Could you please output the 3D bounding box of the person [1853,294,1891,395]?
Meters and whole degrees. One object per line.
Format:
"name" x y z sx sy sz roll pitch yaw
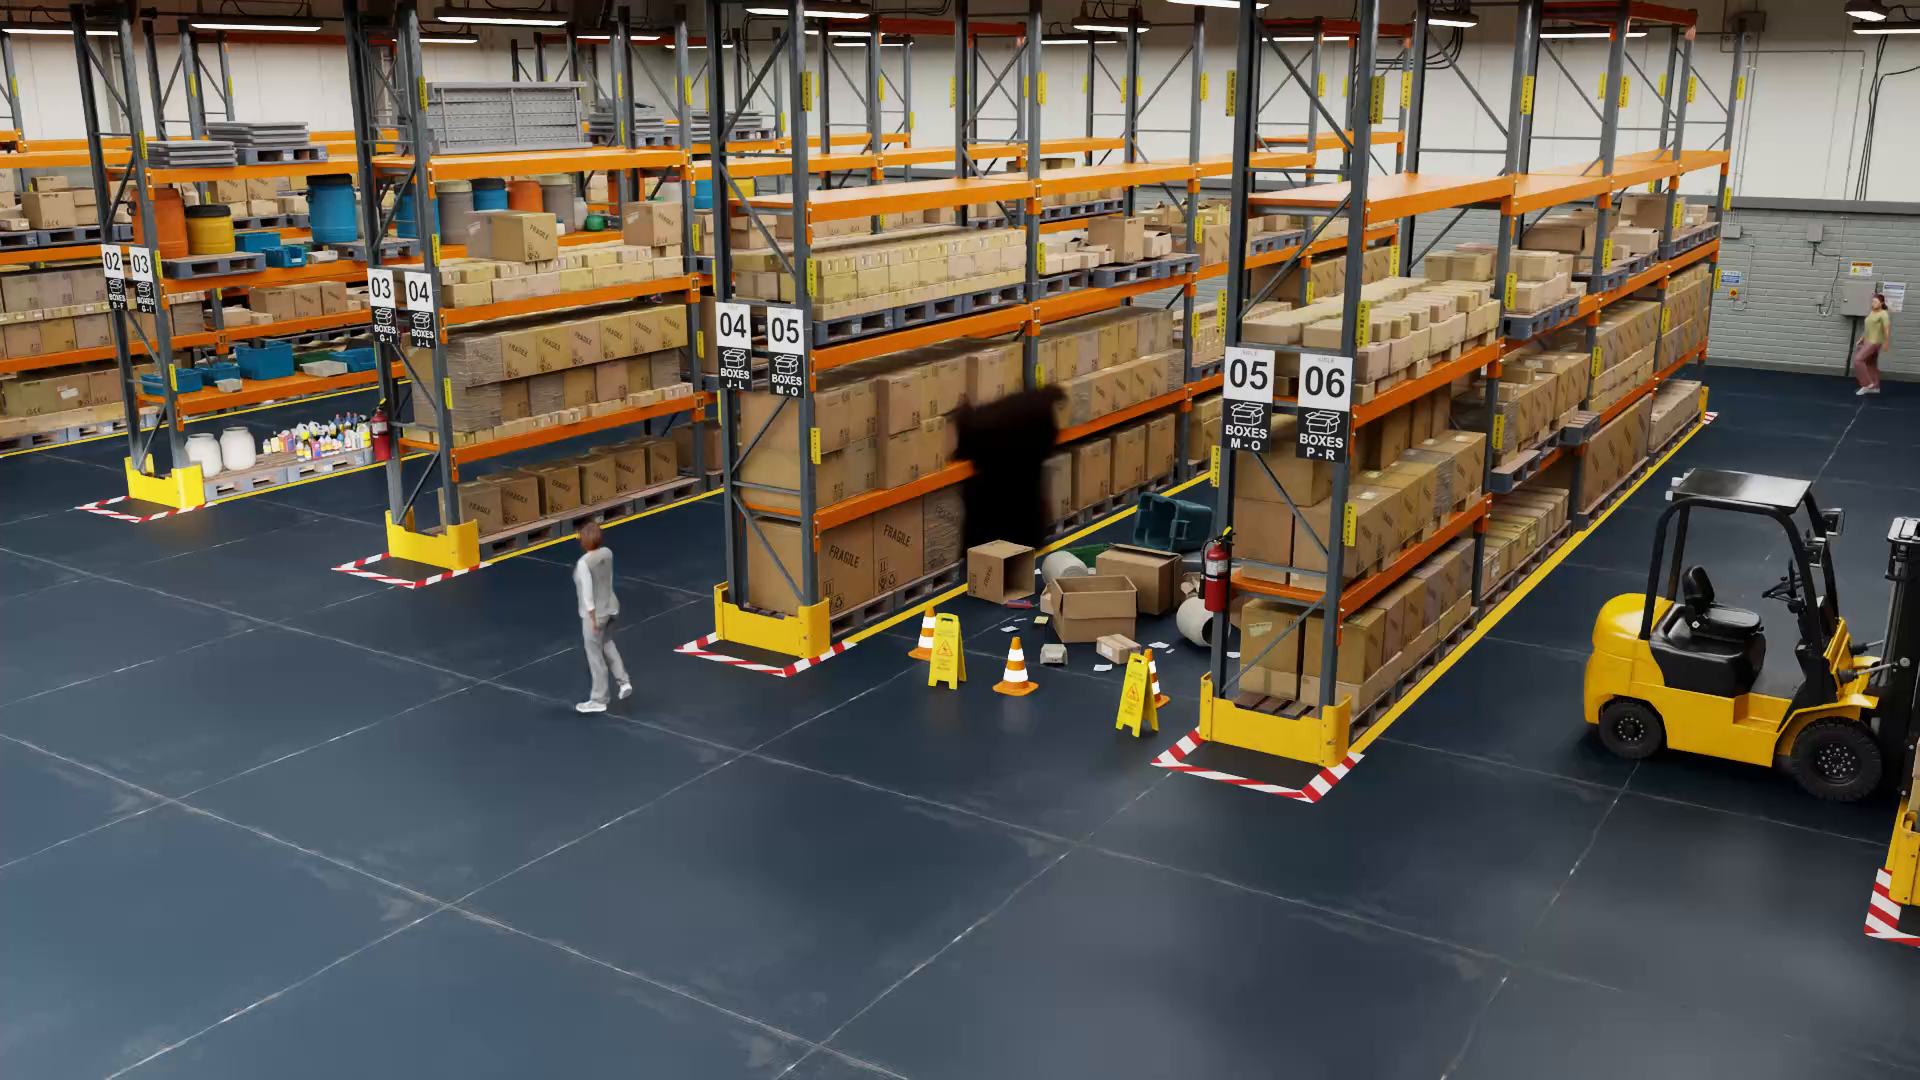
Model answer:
"person" 15.249 -3.279 27.853 0.501 1.687 0.417 4 16 15

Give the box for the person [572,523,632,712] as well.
"person" -3.006 0.631 13.921 0.354 1.603 0.485 8 17 26
